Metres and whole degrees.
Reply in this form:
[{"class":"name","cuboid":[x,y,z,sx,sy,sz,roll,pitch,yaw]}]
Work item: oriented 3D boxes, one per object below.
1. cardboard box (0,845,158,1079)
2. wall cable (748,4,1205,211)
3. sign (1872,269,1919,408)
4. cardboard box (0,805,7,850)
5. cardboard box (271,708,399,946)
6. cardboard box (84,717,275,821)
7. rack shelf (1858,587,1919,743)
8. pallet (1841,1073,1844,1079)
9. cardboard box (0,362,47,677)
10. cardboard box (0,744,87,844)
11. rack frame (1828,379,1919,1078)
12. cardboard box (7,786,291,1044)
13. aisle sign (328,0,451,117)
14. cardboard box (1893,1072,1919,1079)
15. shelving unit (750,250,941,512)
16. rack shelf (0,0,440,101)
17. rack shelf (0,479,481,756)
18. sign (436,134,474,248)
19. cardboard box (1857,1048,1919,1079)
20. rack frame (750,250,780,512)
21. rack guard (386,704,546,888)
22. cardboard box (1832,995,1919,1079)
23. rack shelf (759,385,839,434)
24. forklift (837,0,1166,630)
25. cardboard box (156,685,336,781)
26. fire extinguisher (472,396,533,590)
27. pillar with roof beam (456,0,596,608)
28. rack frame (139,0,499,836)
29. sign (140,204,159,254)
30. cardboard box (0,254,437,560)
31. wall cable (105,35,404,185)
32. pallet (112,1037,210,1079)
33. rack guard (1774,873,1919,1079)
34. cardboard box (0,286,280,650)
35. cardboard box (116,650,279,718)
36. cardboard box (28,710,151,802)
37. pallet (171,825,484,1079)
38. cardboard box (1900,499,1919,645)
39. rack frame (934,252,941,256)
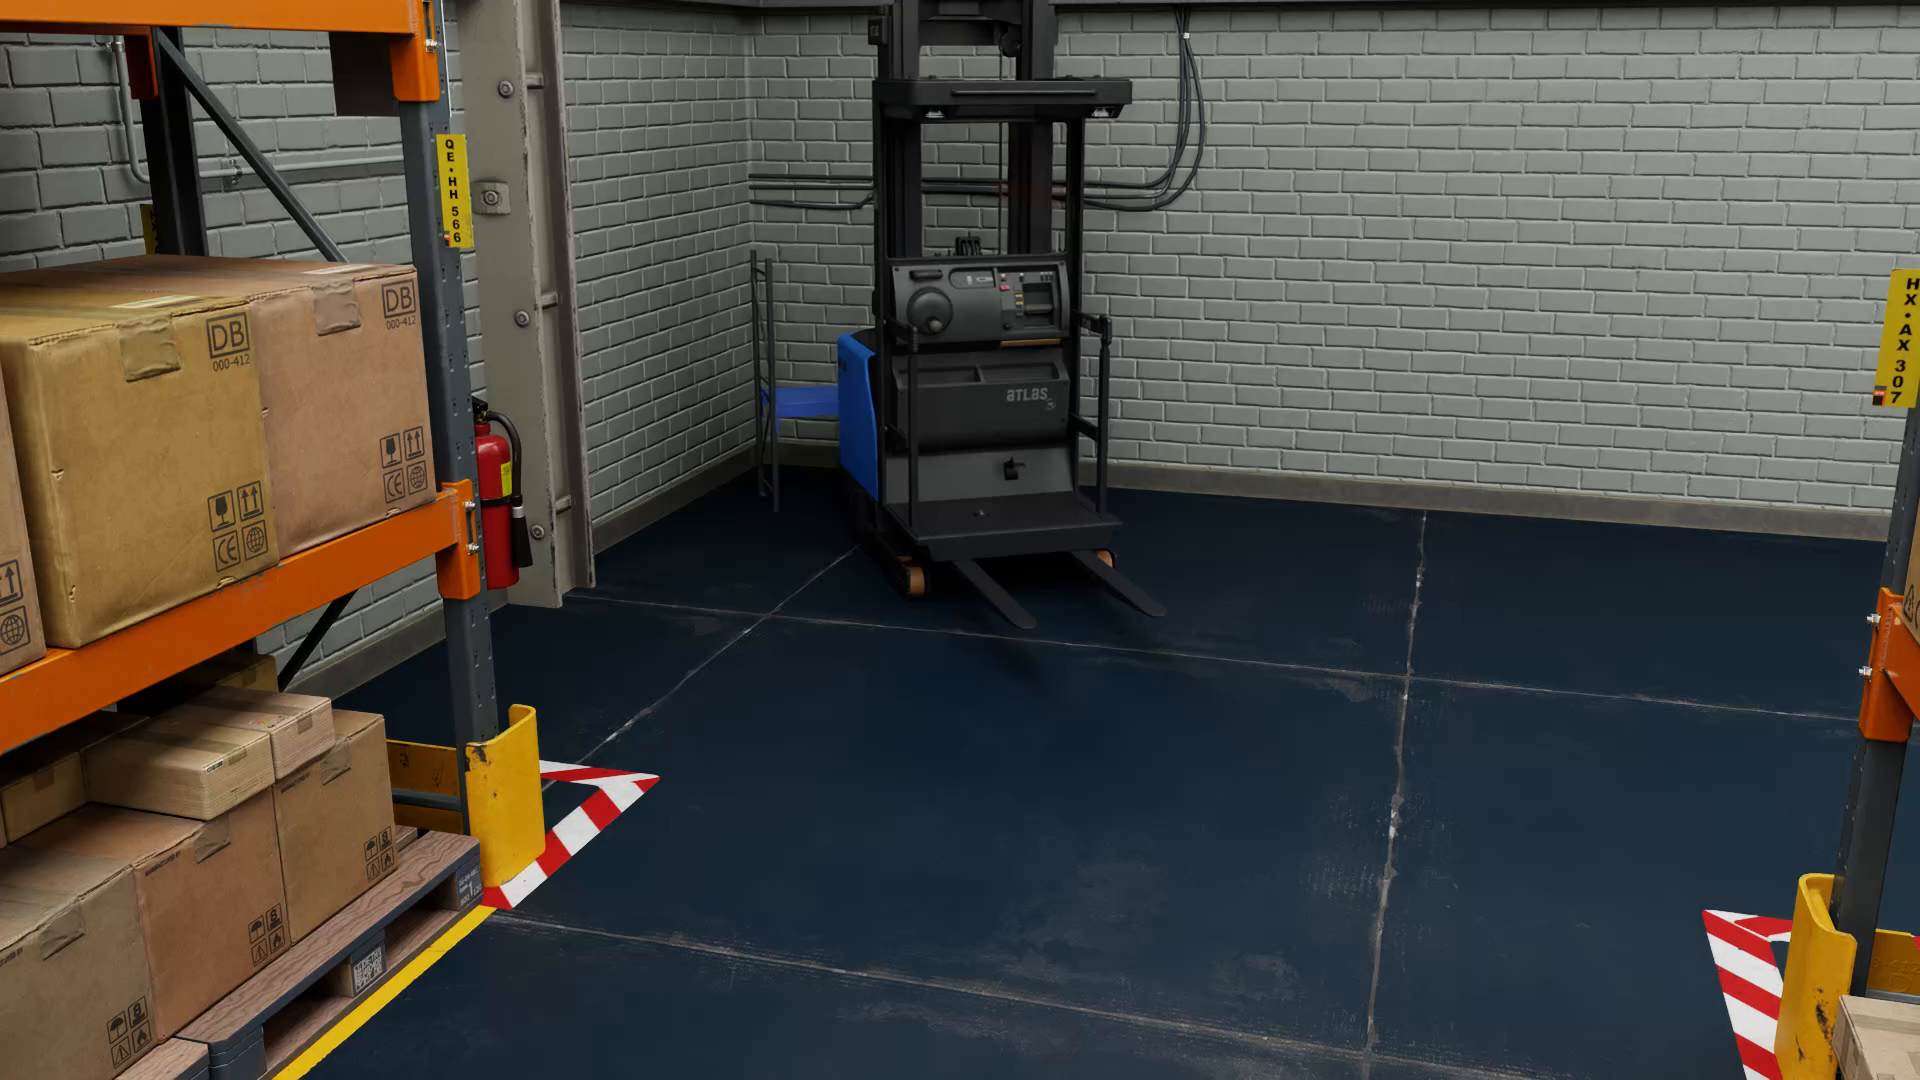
[{"class":"cardboard box","cuboid":[-2.391,1.055,3.923,0.700,0.500,0.500,4,16,14]},{"class":"wall cable","cuboid":[-0.053,-3.243,9.962,3.097,2.526,0.112,5,16,16]},{"class":"sign","cuboid":[2.227,-0.474,3.917,0.100,0.325,0.005,5,16,16]},{"class":"cardboard box","cuboid":[-2.549,0.697,3.997,0.380,0.149,0.250,5,17,17]},{"class":"cardboard box","cuboid":[-2.106,0.793,4.849,0.700,0.500,0.500,5,16,16]},{"class":"cardboard box","cuboid":[-2.040,0.595,4.356,0.380,0.149,0.250,5,17,17]},{"class":"rack shelf","cuboid":[2.179,0.854,2.140,1.077,0.370,4.000,5,16,16]},{"class":"pallet","cuboid":[2.500,1.555,3.462,1.003,0.211,1.213,5,16,16]},{"class":"cardboard box","cuboid":[-2.560,-0.019,3.349,0.980,0.700,0.700,4,16,13]},{"class":"cardboard box","cuboid":[-2.477,0.631,4.232,0.380,0.149,0.250,5,17,16]},{"class":"rack frame","cuboid":[2.747,-0.015,3.887,1.000,3.000,0.127,5,16,16]},{"class":"cardboard box","cuboid":[-2.248,0.924,4.387,0.700,0.500,0.500,5,16,16]},{"class":"aisle sign","cuboid":[-1.695,-1.645,4.867,0.394,0.787,0.004,5,16,16]},{"class":"cardboard box","cuboid":[2.179,1.347,3.317,0.500,0.250,0.500,5,16,16]},{"class":"shelving unit","cuboid":[-0.684,-0.996,10.091,1.048,1.500,0.538,-5,17,-17]},{"class":"rack shelf","cuboid":[-2.572,-0.972,3.082,1.077,0.370,4.000,5,16,16]},{"class":"rack shelf","cuboid":[-2.572,0.471,3.491,1.077,0.370,4.000,5,16,16]},{"class":"sign","cuboid":[-1.487,-1.024,4.886,0.100,0.325,0.005,5,16,16]},{"class":"cardboard box","cuboid":[2.228,1.284,3.691,0.380,0.166,0.250,5,16,16]},{"class":"rack frame","cuboid":[-1.168,-0.953,9.941,0.032,1.500,0.500,-5,17,-17]},{"class":"rack guard","cuboid":[-1.996,0.798,5.601,1.175,0.500,0.348,5,16,16]},{"class":"cardboard box","cuboid":[2.299,1.227,3.924,0.380,0.149,0.250,5,16,16]},{"class":"rack shelf","cuboid":[-0.684,-0.823,10.140,1.000,0.185,0.538,-5,17,-17]},{"class":"forklift","cuboid":[0.171,-1.236,8.315,1.130,2.935,3.031,-4,16,-15]},{"class":"cardboard box","cuboid":[-1.968,0.528,4.592,0.380,0.149,0.250,4,16,15]},{"class":"fire extinguisher","cuboid":[-1.518,-0.186,5.312,0.296,0.674,0.183,5,16,16]},{"class":"pillar with roof beam","cuboid":[2.062,-3.724,5.969,9.100,9.000,0.400,5,16,16]},{"class":"rack frame","cuboid":[-2.003,-0.399,5.238,1.000,3.000,0.127,5,16,16]},{"class":"sign","cuboid":[-2.534,-0.898,5.266,0.100,0.325,0.005,5,16,16]},{"class":"cardboard box","cuboid":[-2.139,-0.409,4.724,0.980,0.700,0.700,5,17,18]},{"class":"wall cable","cuboid":[-2.546,-1.296,6.539,0.084,1.984,1.851,5,16,16]},{"class":"pallet","cuboid":[-2.504,1.476,3.738,1.003,0.211,1.213,5,16,16]},{"class":"rack guard","cuboid":[2.726,1.207,4.158,1.175,0.500,0.348,5,16,16]},{"class":"cardboard box","cuboid":[-2.335,-0.218,4.050,0.980,0.700,0.700,4,16,15]},{"class":"cardboard box","cuboid":[-2.262,0.432,4.930,0.380,0.149,0.250,5,17,16]},{"class":"cardboard box","cuboid":[-2.406,0.565,4.463,0.380,0.149,0.250,5,16,16]},{"class":"pallet","cuboid":[-2.155,1.158,4.859,1.003,0.211,1.213,5,16,16]},{"class":"cardboard box","cuboid":[2.368,0.032,3.536,0.500,0.500,0.500,5,17,17]},{"class":"rack frame","cuboid":[-0.200,-1.038,10.242,0.032,1.500,0.500,-5,17,-17]}]
